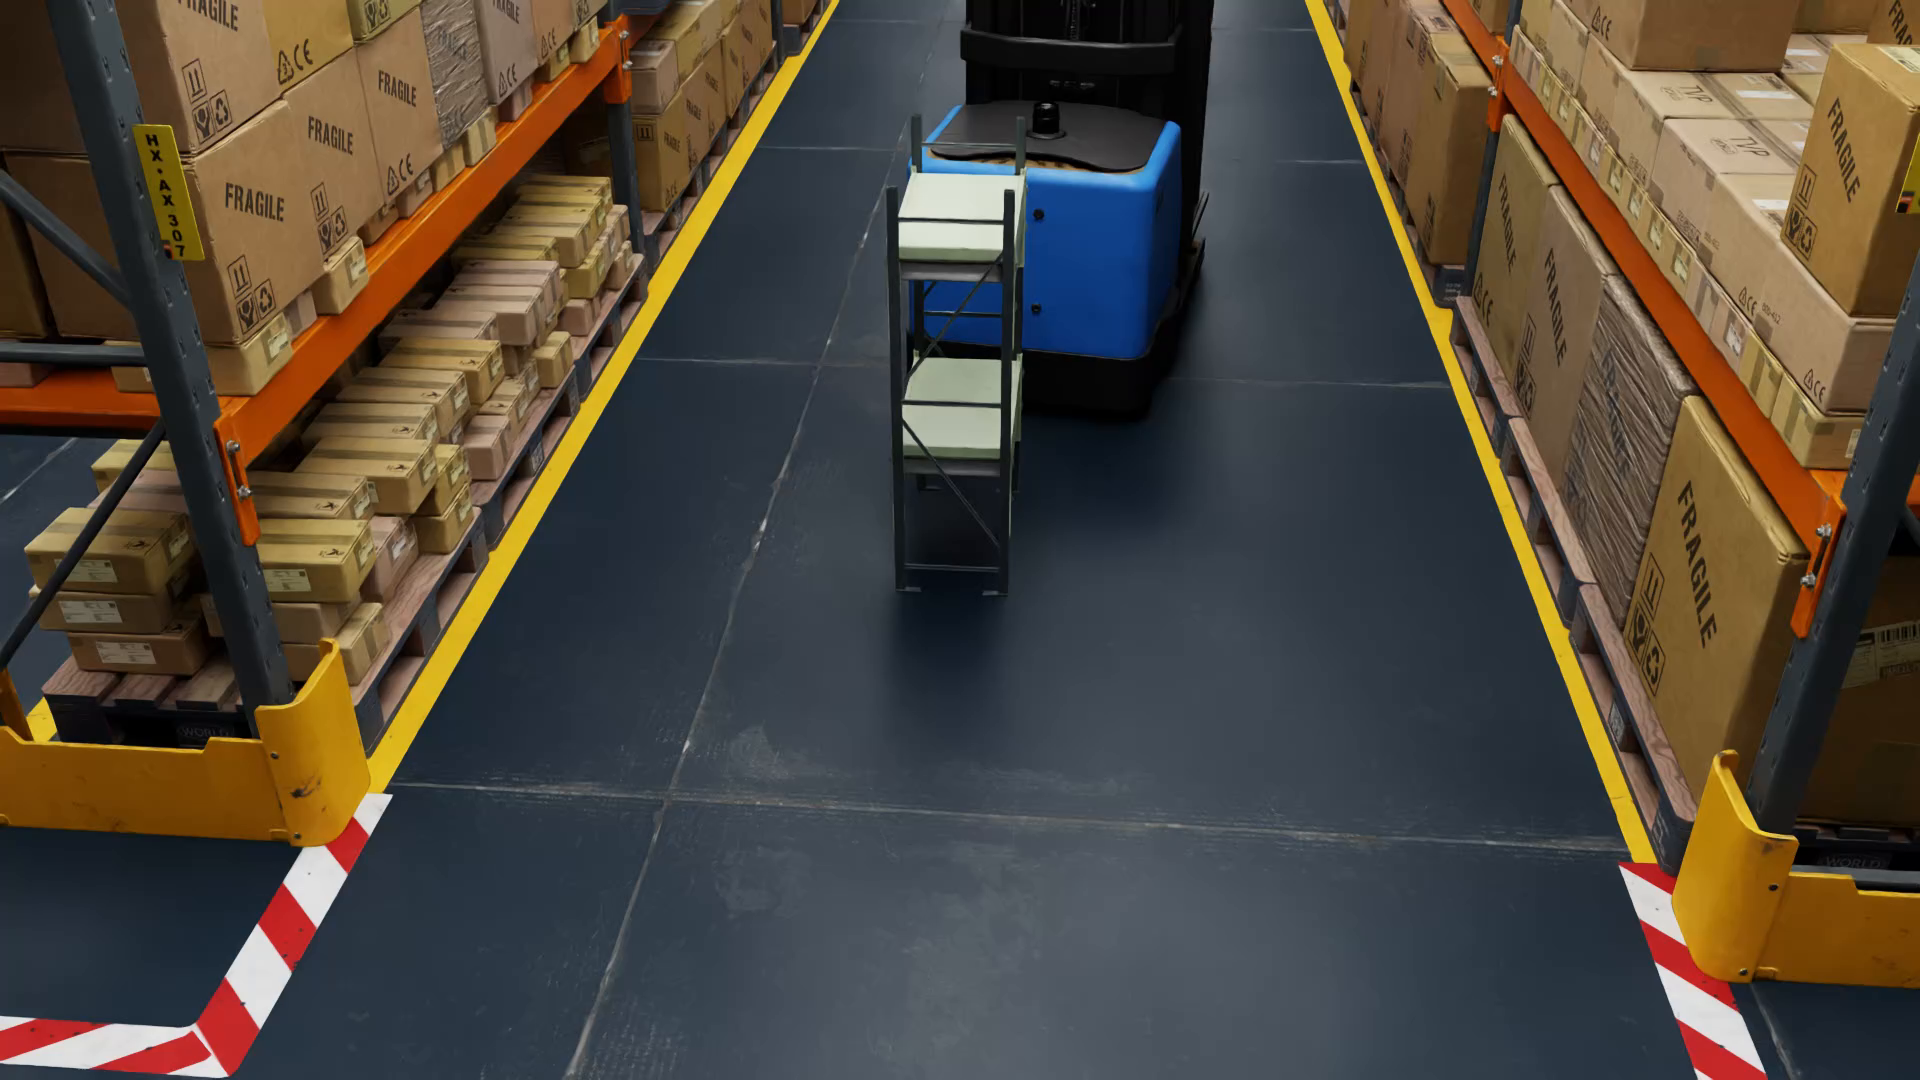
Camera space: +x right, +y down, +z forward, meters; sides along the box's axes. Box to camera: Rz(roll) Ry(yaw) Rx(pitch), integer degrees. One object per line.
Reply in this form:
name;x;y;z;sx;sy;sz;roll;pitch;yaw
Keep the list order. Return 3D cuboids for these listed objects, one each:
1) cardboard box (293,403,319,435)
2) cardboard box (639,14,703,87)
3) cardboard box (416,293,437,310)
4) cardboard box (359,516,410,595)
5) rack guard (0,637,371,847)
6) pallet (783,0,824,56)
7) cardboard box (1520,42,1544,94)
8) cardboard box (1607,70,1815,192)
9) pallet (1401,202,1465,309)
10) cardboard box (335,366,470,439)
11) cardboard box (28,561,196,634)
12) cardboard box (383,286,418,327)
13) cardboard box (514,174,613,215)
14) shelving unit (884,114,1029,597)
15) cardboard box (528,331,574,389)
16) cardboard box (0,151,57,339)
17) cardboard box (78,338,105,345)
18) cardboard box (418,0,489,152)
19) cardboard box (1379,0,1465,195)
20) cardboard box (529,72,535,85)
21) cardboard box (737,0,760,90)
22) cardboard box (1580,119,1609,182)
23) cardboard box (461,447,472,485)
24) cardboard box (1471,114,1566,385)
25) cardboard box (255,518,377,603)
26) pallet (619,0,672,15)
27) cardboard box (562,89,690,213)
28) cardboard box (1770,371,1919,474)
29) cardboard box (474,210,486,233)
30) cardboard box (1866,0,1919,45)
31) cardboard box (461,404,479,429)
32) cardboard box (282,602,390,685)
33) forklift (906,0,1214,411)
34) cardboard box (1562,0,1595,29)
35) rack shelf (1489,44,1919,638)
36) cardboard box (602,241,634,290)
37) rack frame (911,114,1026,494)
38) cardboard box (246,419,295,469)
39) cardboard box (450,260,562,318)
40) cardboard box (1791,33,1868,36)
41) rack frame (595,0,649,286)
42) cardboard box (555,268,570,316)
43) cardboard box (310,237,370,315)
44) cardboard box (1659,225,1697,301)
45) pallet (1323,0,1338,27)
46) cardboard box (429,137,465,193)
cardboard box;-2.559;-0.384;6.048;0.380;0.149;0.250;3;32;5
cardboard box;-1.697;-2.640;8.943;0.500;0.250;0.500;3;32;5
cardboard box;-2.396;-0.920;6.917;0.380;0.149;0.250;4;32;6
cardboard box;-2.010;0.043;5.354;0.380;0.149;0.250;2;32;4
rack guard;-2.381;0.563;4.860;1.175;0.500;0.348;2;32;4
pallet;-1.597;-3.866;12.323;1.003;0.211;1.213;2;32;4
cardboard box;2.497;-1.903;6.719;0.380;0.149;0.250;1;32;2
cardboard box;2.444;-1.328;5.405;0.500;0.250;0.500;3;32;4
pallet;2.861;-1.508;8.495;1.003;0.211;1.213;2;32;4
cardboard box;-1.986;-0.493;5.940;0.380;0.149;0.250;4;32;6
cardboard box;-2.629;0.159;5.167;0.380;0.149;0.250;2;32;3
cardboard box;-2.390;-0.911;6.619;0.380;0.149;0.250;1;32;2
cardboard box;-1.831;-1.574;7.695;0.380;0.149;0.250;3;32;5
shelving unit;0.001;-0.642;5.862;0.431;1.500;0.755;2;32;4
cardboard box;-1.838;-0.757;6.937;0.380;0.149;0.250;2;32;4
cardboard box;-2.607;-0.876;4.434;0.500;0.500;0.500;3;32;5
cardboard box;-2.585;-0.665;4.710;0.380;0.149;0.250;2;32;4
cardboard box;-1.969;-1.657;5.700;0.500;0.500;0.500;2;32;3
cardboard box;2.978;-2.365;8.854;1.225;0.875;0.875;1;32;2
cardboard box;-1.935;-1.878;6.678;0.380;0.149;0.250;2;32;3
cardboard box;-1.575;-3.132;10.456;0.500;0.500;0.500;4;32;6
cardboard box;2.413;-1.363;5.842;0.380;0.149;0.250;3;32;5
cardboard box;-2.017;-0.224;6.071;0.380;0.149;0.250;3;32;4
cardboard box;2.740;-1.221;6.997;0.875;0.875;0.875;2;32;4
cardboard box;-2.006;0.061;5.042;0.380;0.149;0.250;1;32;2
pallet;-1.854;-2.865;8.222;1.003;0.211;1.213;2;32;4
cardboard box;-1.737;-2.043;8.688;0.500;0.500;0.500;4;32;6
cardboard box;2.249;-0.290;4.101;0.380;0.149;0.250;3;32;5
cardboard box;-2.378;-1.458;7.508;0.380;0.149;0.250;4;32;6
cardboard box;2.933;-1.351;4.727;0.500;0.500;0.500;2;32;3
cardboard box;-2.042;-0.504;6.243;0.380;0.149;0.250;4;32;7
cardboard box;-2.026;0.313;5.200;0.380;0.149;0.250;3;32;5
forklift;0.626;-2.551;7.596;1.130;2.935;3.031;8;32;12
cardboard box;2.532;-2.174;6.062;0.500;0.500;0.500;2;32;4
rack shelf;2.711;-0.936;5.596;1.077;0.370;4.000;2;32;4
cardboard box;-1.754;-1.298;7.815;0.380;0.149;0.250;3;32;5
rack frame;0.030;-0.833;6.173;0.400;1.500;0.023;2;32;4
cardboard box;-2.540;-0.370;5.741;0.380;0.149;0.250;1;32;2
cardboard box;-1.854;-1.030;6.813;0.380;0.149;0.250;1;32;2
cardboard box;3.060;-1.838;6.233;0.500;0.250;0.500;3;32;5
rack frame;-2.062;-2.553;7.533;1.000;3.000;0.127;2;32;4
cardboard box;-1.902;-1.057;7.139;0.380;0.149;0.250;3;32;4
cardboard box;-1.979;-0.783;4.901;0.380;0.149;0.250;2;32;3
cardboard box;2.331;-0.824;4.967;0.380;0.149;0.250;2;32;3
pallet;3.366;-4.237;12.925;1.003;0.211;1.213;2;32;4
cardboard box;-1.958;-1.328;5.785;0.380;0.149;0.250;4;32;6
